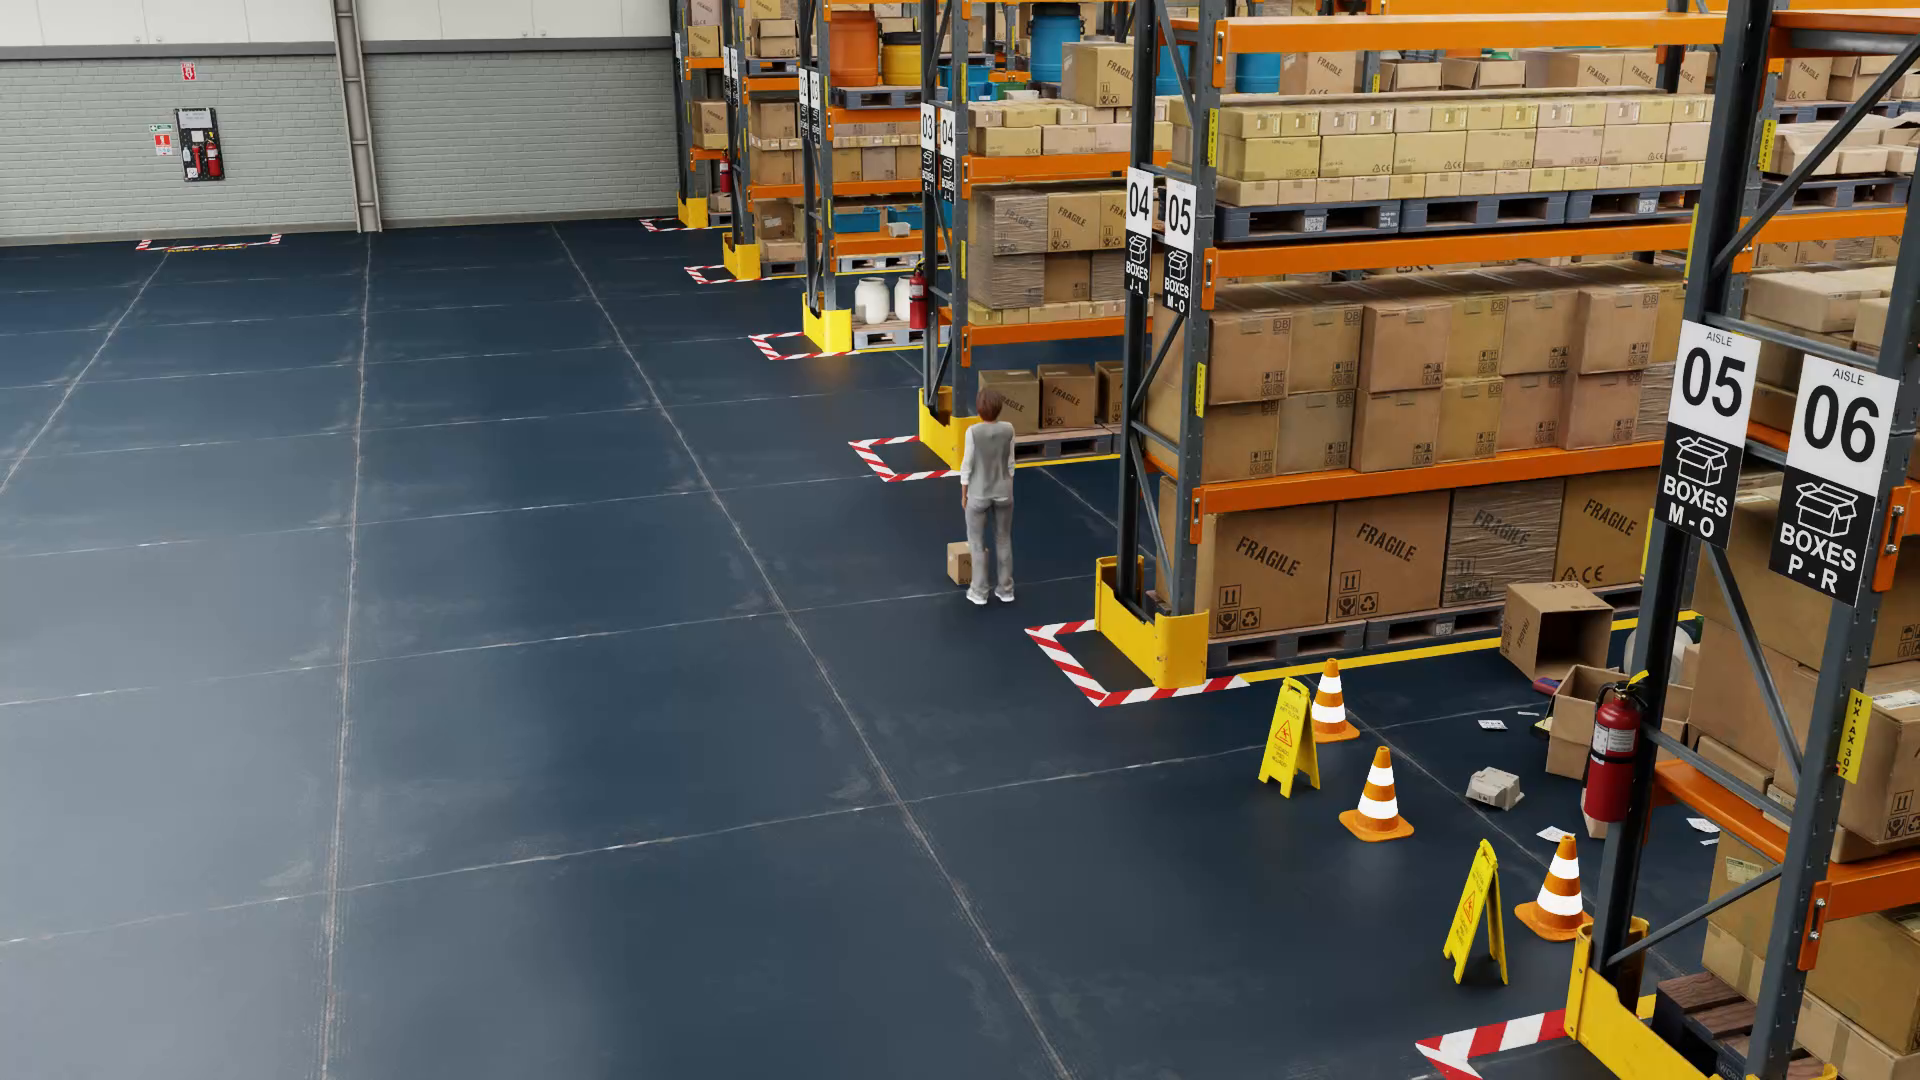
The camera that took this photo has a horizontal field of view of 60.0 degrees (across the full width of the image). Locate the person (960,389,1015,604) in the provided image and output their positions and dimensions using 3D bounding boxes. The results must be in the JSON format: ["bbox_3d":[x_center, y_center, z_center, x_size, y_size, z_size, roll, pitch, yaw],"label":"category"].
[{"bbox_3d":[0.196,-0.308,11.965,0.407,1.595,0.301,-6,20,-16],"label":"person"}]
